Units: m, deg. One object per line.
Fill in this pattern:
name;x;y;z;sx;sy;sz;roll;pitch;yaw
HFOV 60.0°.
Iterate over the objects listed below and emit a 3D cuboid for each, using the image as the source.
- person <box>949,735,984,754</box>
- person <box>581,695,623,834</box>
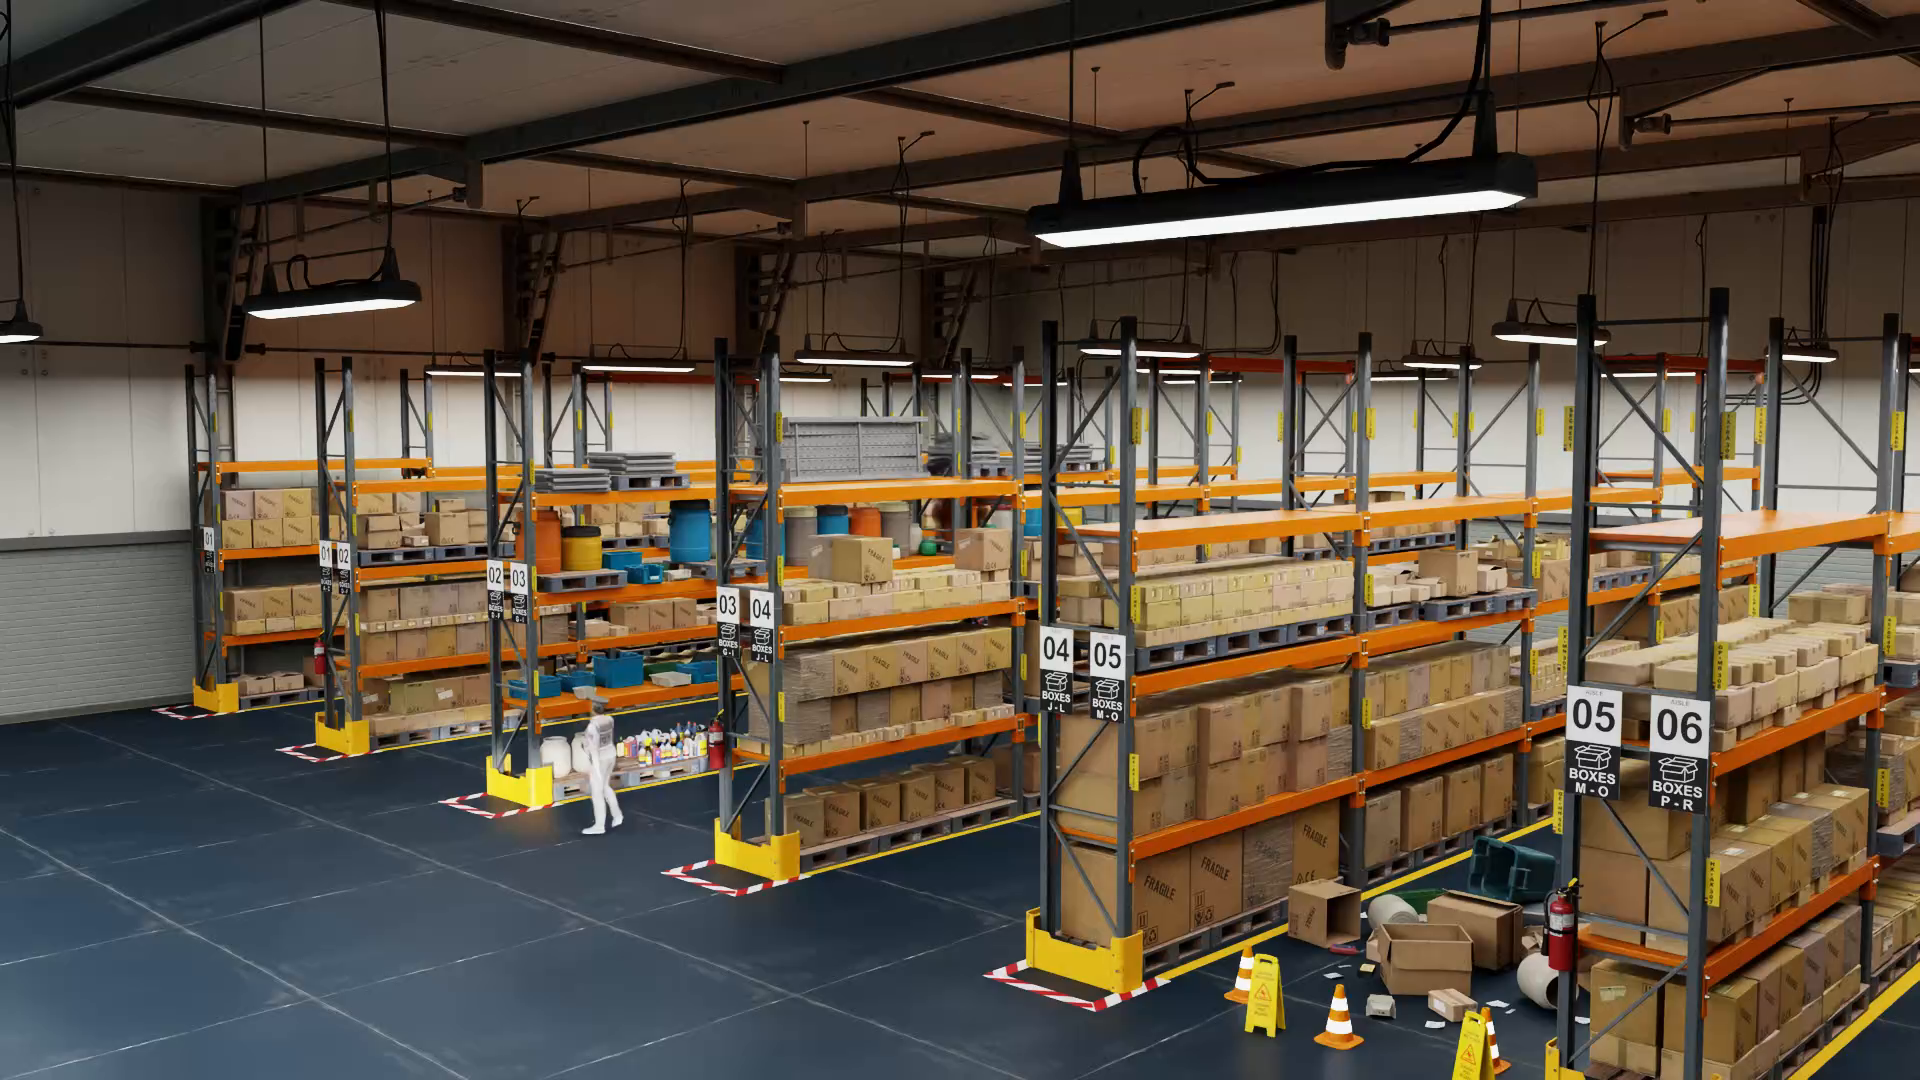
person;0.159;2.390;25.182;0.457;1.676;0.613;3;5;33
person;-4.405;2.752;20.467;0.395;1.683;0.542;2;5;20
